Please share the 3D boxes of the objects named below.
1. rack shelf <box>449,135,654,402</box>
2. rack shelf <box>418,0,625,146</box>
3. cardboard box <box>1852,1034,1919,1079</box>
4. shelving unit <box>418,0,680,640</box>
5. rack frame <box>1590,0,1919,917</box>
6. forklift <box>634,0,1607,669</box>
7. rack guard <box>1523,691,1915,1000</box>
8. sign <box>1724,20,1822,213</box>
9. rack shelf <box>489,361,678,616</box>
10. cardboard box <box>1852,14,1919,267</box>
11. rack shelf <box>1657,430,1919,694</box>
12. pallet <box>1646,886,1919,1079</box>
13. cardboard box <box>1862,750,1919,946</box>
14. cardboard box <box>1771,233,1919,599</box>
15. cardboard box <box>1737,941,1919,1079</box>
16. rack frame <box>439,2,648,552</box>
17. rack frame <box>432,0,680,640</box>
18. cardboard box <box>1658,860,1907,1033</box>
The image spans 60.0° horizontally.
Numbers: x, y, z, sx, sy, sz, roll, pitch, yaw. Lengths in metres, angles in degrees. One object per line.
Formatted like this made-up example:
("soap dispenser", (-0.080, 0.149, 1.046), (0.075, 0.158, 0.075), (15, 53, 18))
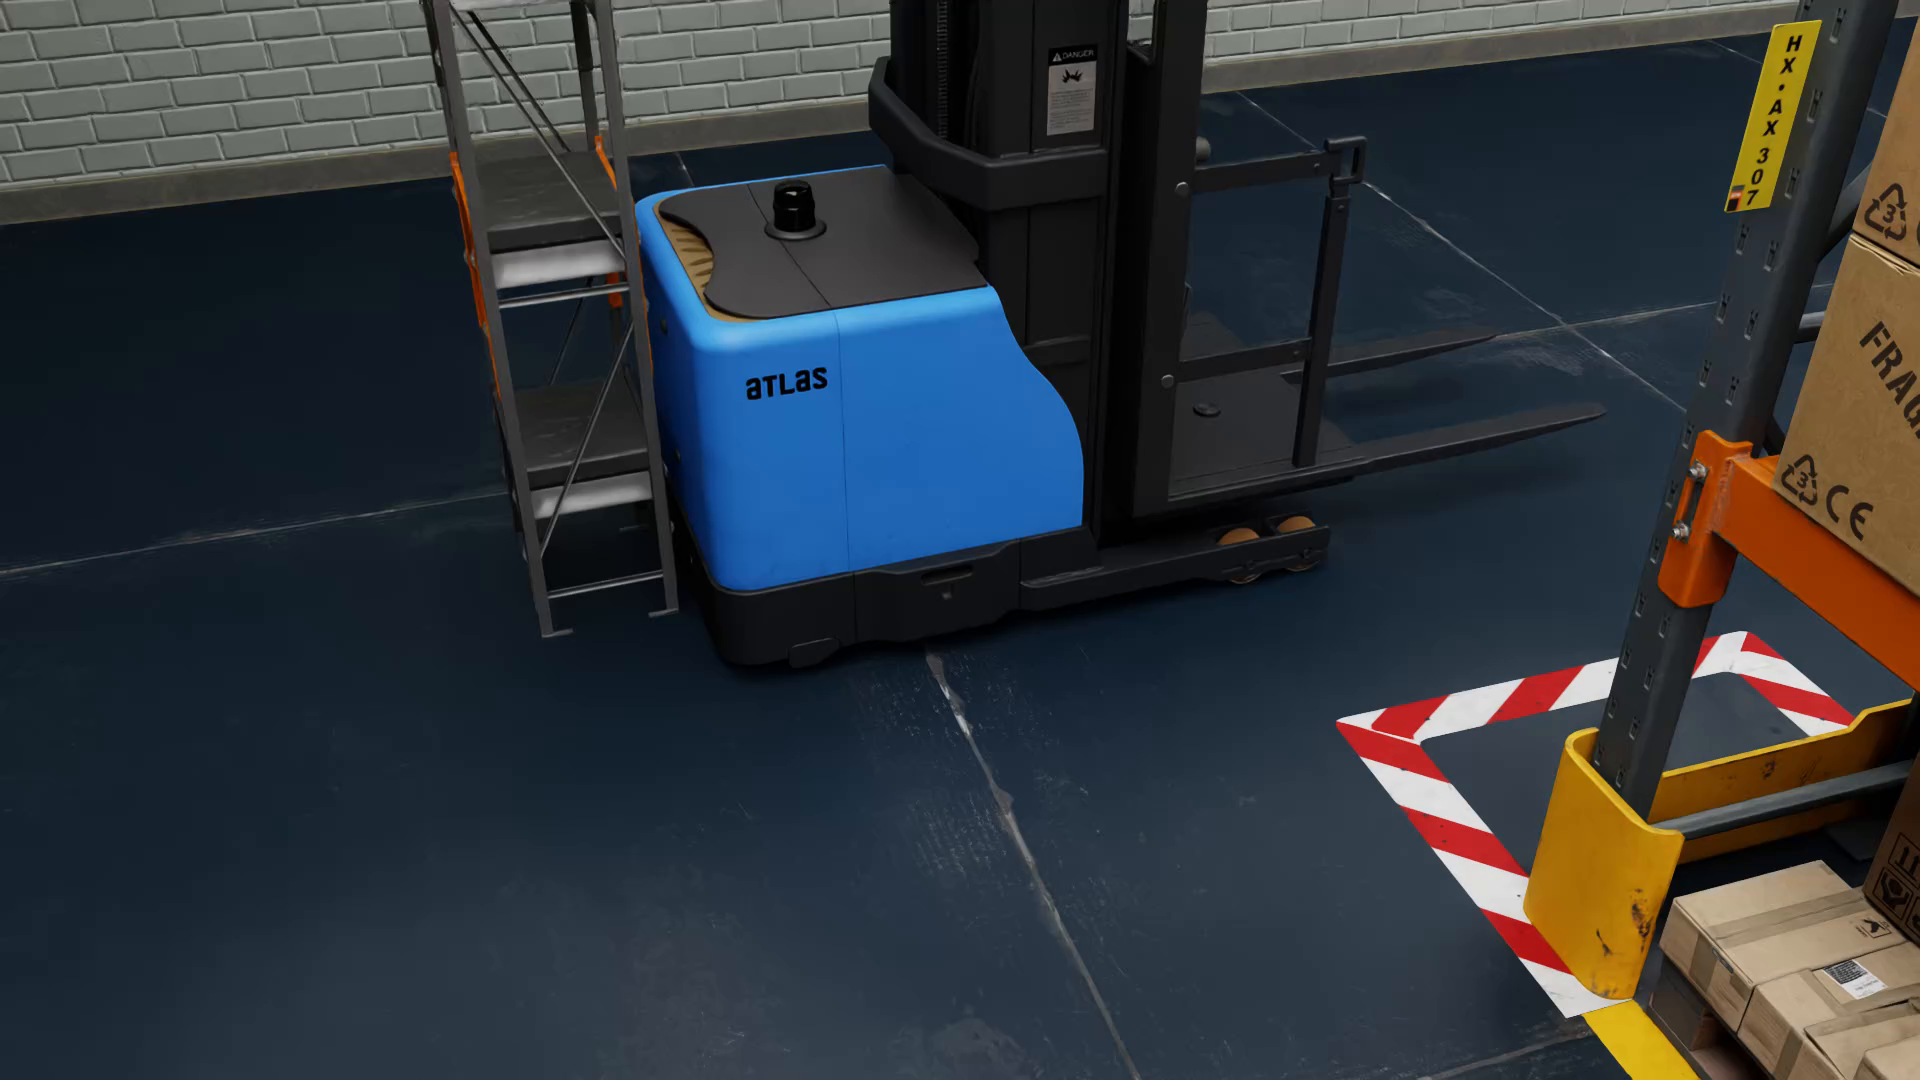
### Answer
("rack shelf", (-1.104, -0.742, 4.494), (0.431, 0.518, 0.480), (-11, 35, -16))
("rack shelf", (-1.104, -1.326, 4.108), (0.431, 0.518, 0.480), (-11, 35, -16))
("cardboard box", (1.948, 1.113, 2.940), (0.500, 0.250, 0.500), (-10, 35, -15))
("shelving unit", (-1.104, -0.754, 4.486), (0.431, 2.100, 0.503), (-11, 35, -16))
("rack frame", (1.900, -0.446, 3.205), (1.000, 3.000, 0.127), (-10, 35, -15))
("forklift", (0.603, -1.353, 4.640), (3.031, 2.935, 1.130), (-11, 35, -16))
("rack guard", (1.923, 0.636, 3.833), (1.175, 0.500, 0.348), (-10, 35, -15))
("sign", (1.383, -0.716, 2.828), (0.100, 0.325, 0.005), (-10, 35, -15))
("rack shelf", (-1.104, -0.158, 4.879), (0.431, 0.518, 0.480), (-11, 35, -16))
("cardboard box", (1.784, -0.628, 2.482), (0.500, 0.500, 0.500), (-9, 35, -13))
("rack shelf", (2.510, 0.904, 1.814), (1.077, 0.370, 4.000), (-10, 35, -15))
("pallet", (2.167, 1.176, 3.280), (1.003, 0.211, 1.213), (-10, 35, -15))
("cardboard box", (2.300, 0.657, 3.403), (0.500, 0.500, 0.500), (-10, 35, -15))
("cardboard box", (1.784, -0.211, 2.757), (0.500, 0.500, 0.500), (-9, 35, -14))
("cardboard box", (1.776, 0.961, 3.246), (0.380, 0.166, 0.250), (-10, 35, -15))
("rack frame", (-1.186, -0.880, 4.678), (0.400, 2.100, 0.015), (-11, 35, -16))
("rack frame", (-1.021, -0.627, 4.294), (0.400, 2.100, 0.015), (-11, 35, -16))
("cardboard box", (1.700, 0.837, 3.449), (0.380, 0.149, 0.250), (-10, 35, -15))
